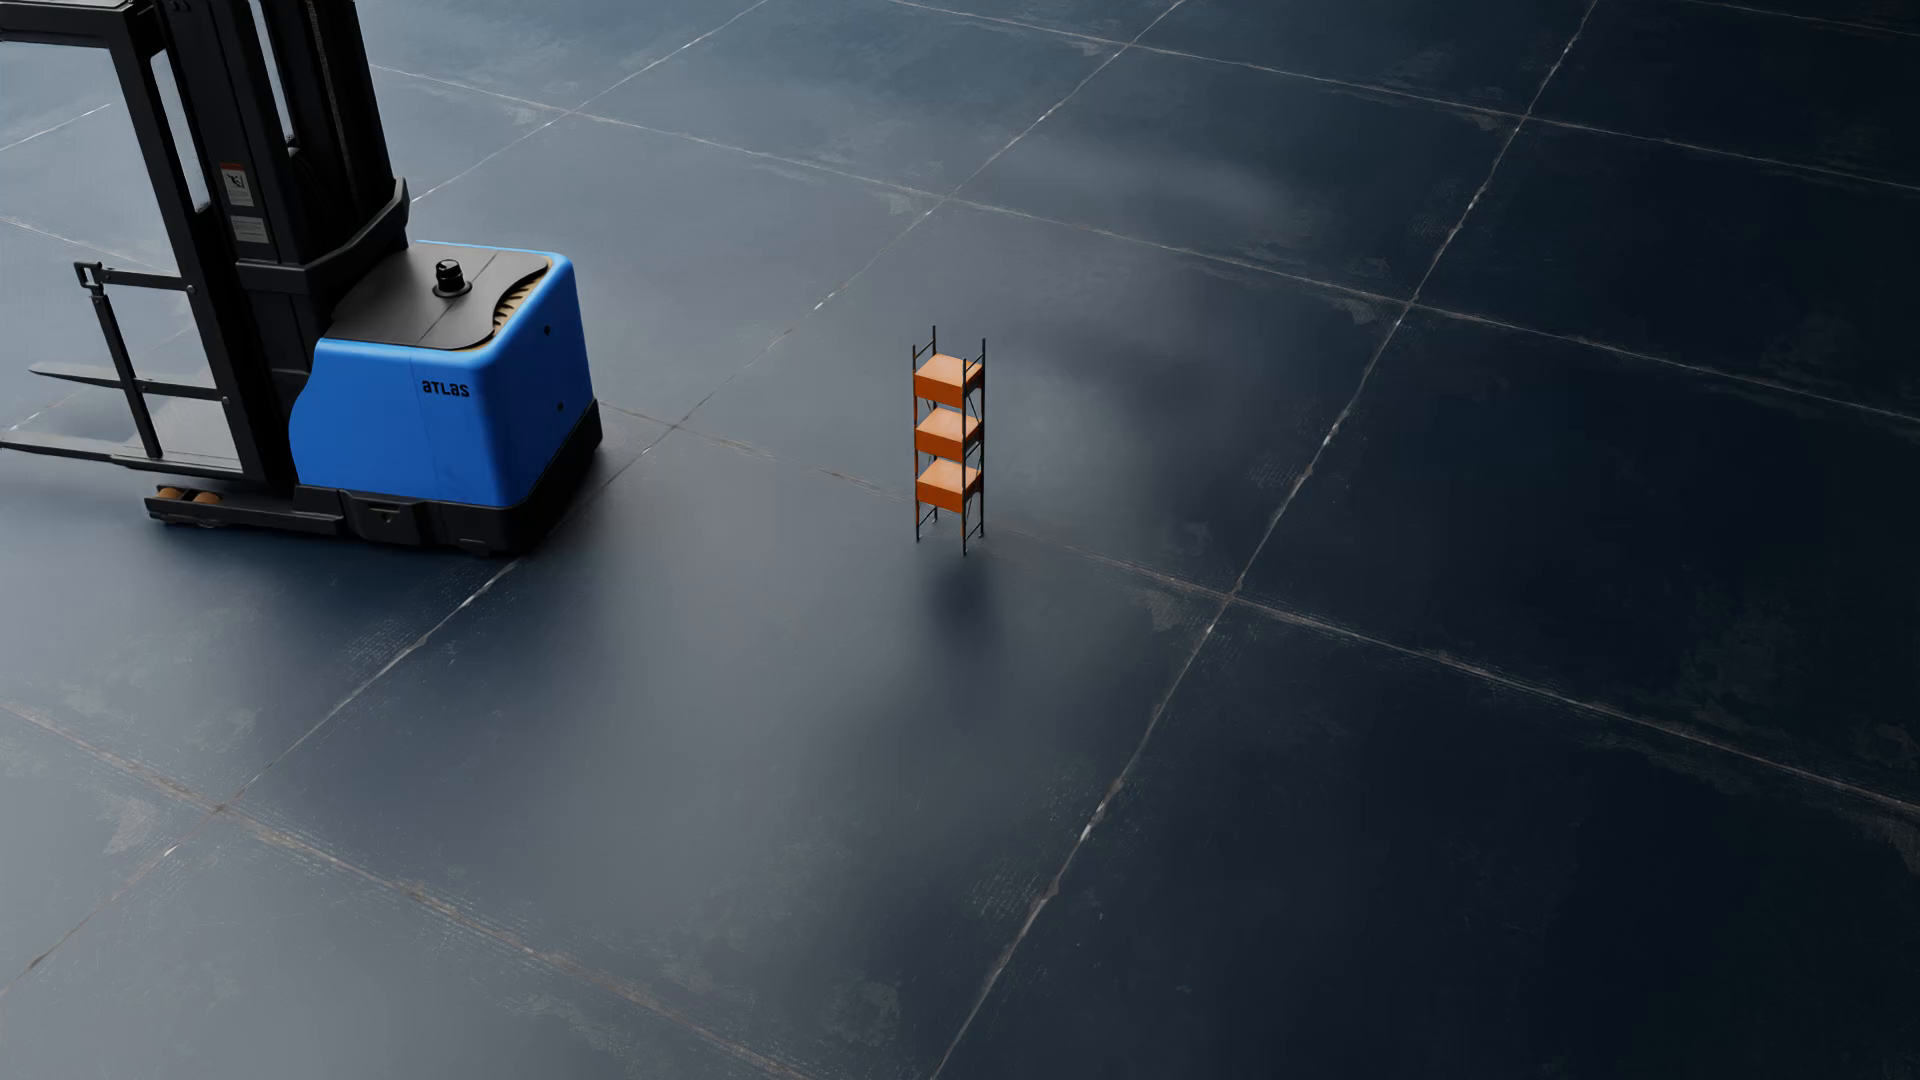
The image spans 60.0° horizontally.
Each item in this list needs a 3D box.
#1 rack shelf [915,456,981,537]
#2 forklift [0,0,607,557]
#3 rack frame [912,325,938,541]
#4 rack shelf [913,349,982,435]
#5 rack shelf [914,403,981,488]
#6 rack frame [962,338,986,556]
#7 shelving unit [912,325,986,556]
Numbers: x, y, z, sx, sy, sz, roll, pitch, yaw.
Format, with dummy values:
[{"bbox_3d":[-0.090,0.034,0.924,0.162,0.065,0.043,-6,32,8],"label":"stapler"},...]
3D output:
[{"bbox_3d":[-0.048,-0.203,7.627,0.240,0.259,0.215,17,41,21],"label":"rack shelf"},{"bbox_3d":[-3.328,-1.527,7.337,3.031,2.935,1.130,7,38,9],"label":"forklift"},{"bbox_3d":[-0.156,-0.467,7.497,0.008,1.050,0.200,17,41,21],"label":"rack frame"},{"bbox_3d":[-0.048,-0.651,7.287,0.240,0.259,0.215,17,41,21],"label":"rack shelf"},{"bbox_3d":[-0.048,-0.425,7.459,0.240,0.259,0.215,17,41,21],"label":"rack shelf"},{"bbox_3d":[0.061,-0.399,7.407,0.008,1.050,0.200,17,41,21],"label":"rack frame"},{"bbox_3d":[-0.048,-0.433,7.452,0.252,1.050,0.215,17,41,21],"label":"shelving unit"}]
